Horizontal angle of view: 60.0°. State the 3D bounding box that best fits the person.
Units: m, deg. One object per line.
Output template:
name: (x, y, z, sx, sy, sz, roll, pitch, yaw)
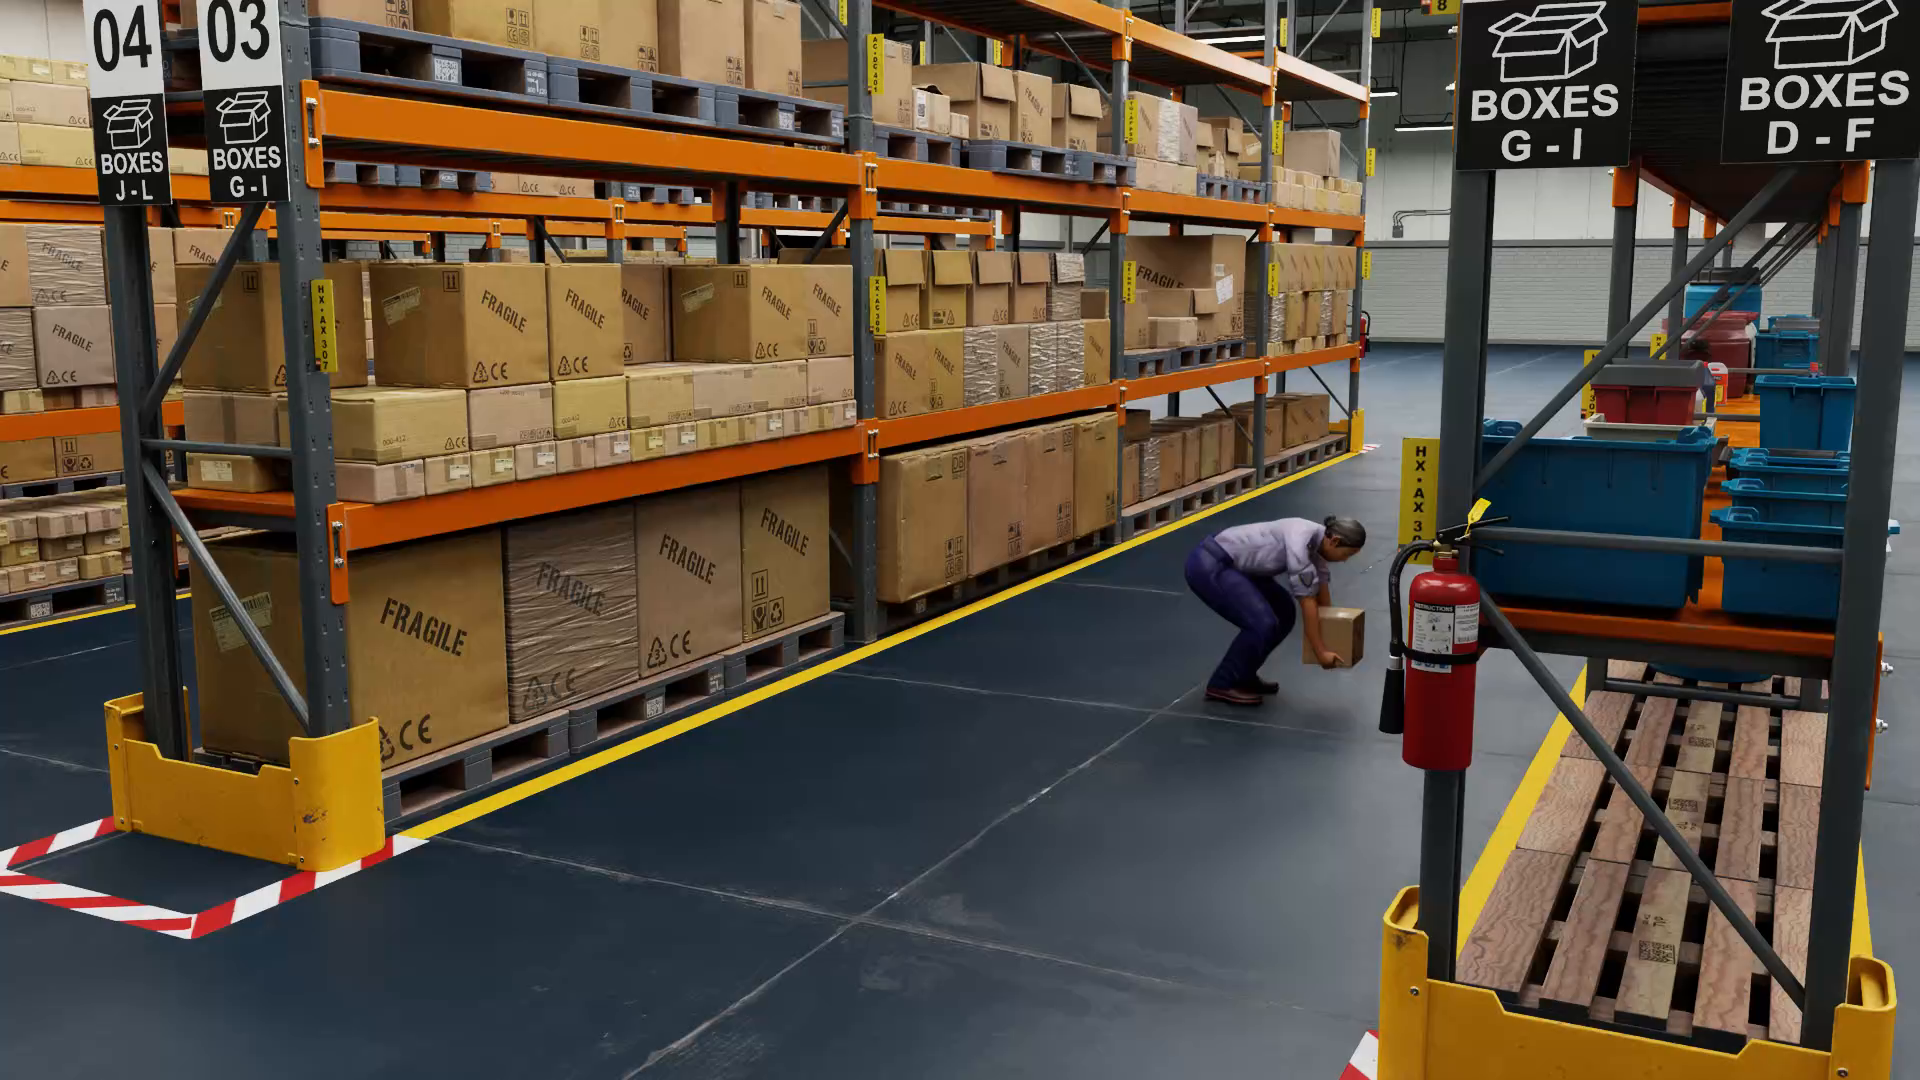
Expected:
person: (1.597, 0.335, 8.466, 0.891, 0.975, 0.519, 4, 10, 23)
